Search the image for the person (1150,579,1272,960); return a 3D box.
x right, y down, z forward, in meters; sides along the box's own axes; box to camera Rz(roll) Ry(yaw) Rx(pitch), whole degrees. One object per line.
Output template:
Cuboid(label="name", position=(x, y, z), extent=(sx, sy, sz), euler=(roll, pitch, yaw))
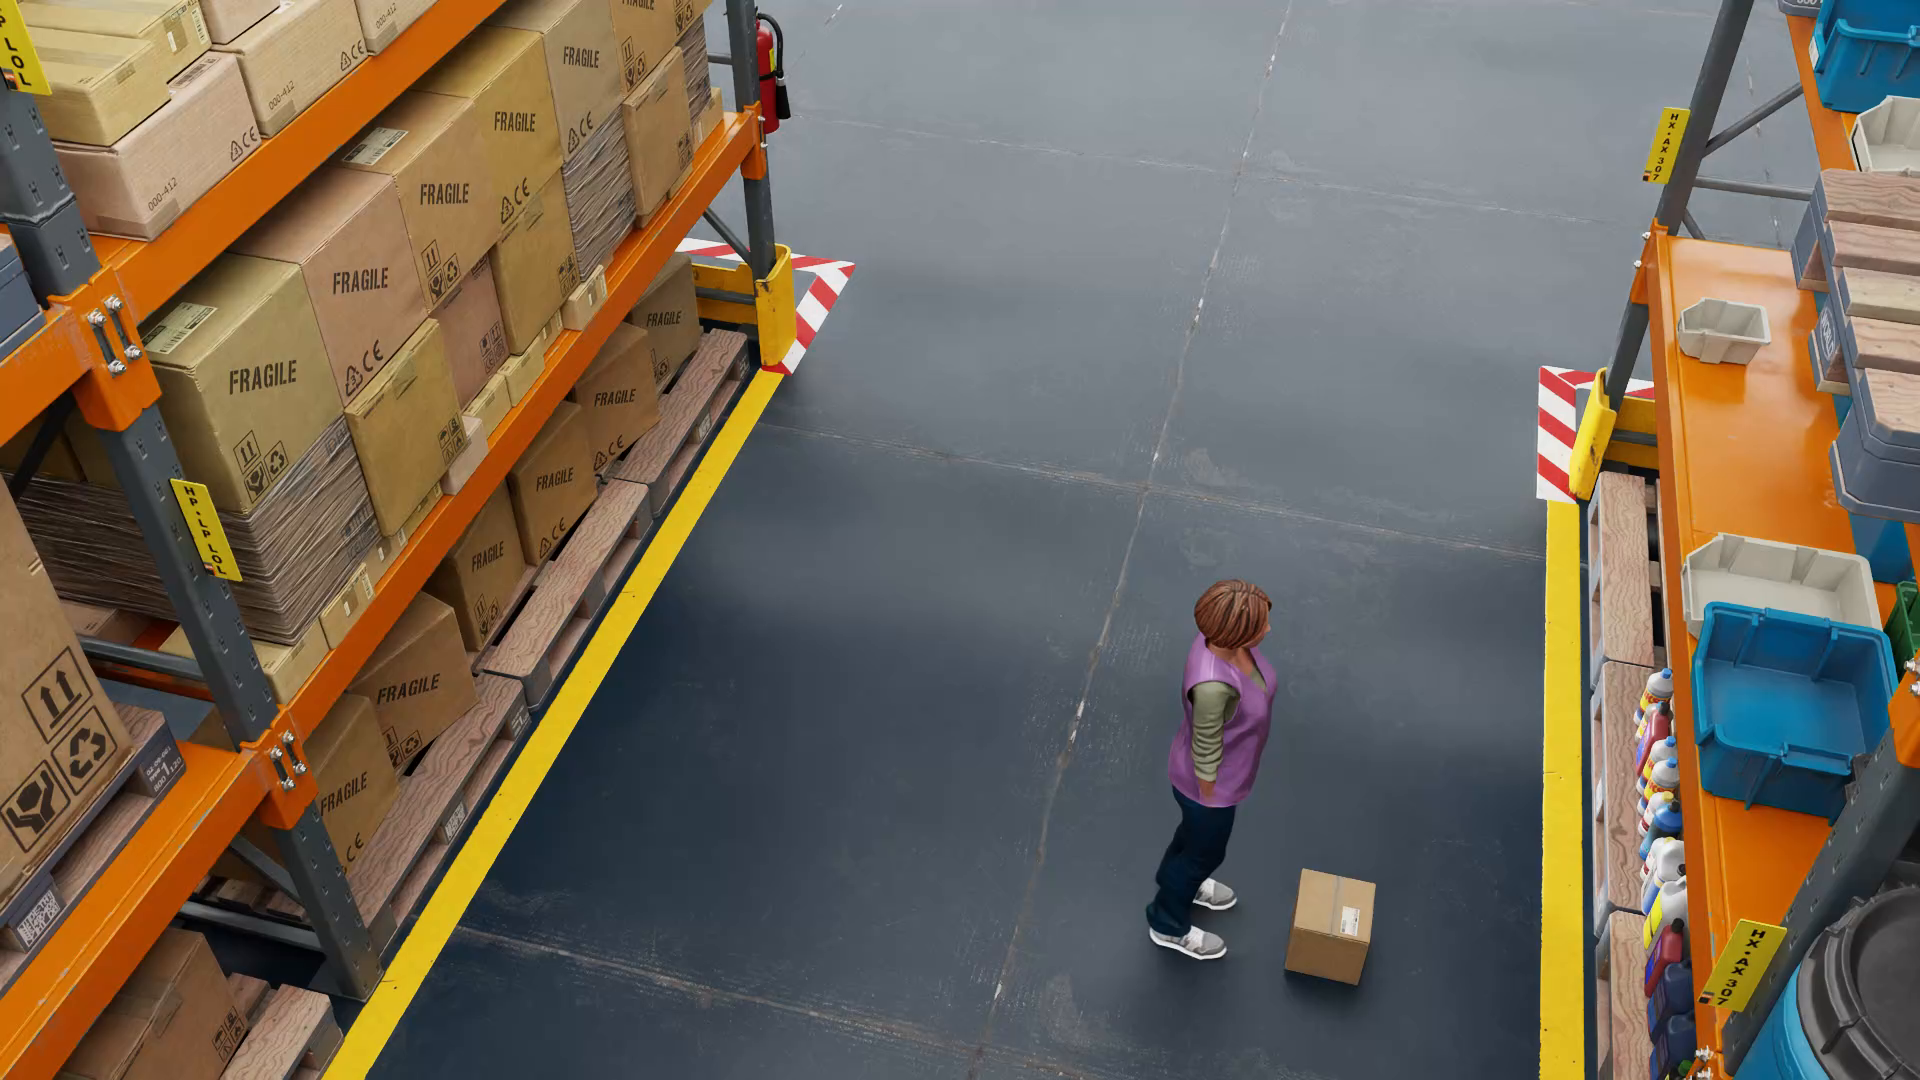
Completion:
Cuboid(label="person", position=(0.821, 0.729, 5.347), extent=(0.281, 1.598, 0.405), euler=(11, 43, 12))
